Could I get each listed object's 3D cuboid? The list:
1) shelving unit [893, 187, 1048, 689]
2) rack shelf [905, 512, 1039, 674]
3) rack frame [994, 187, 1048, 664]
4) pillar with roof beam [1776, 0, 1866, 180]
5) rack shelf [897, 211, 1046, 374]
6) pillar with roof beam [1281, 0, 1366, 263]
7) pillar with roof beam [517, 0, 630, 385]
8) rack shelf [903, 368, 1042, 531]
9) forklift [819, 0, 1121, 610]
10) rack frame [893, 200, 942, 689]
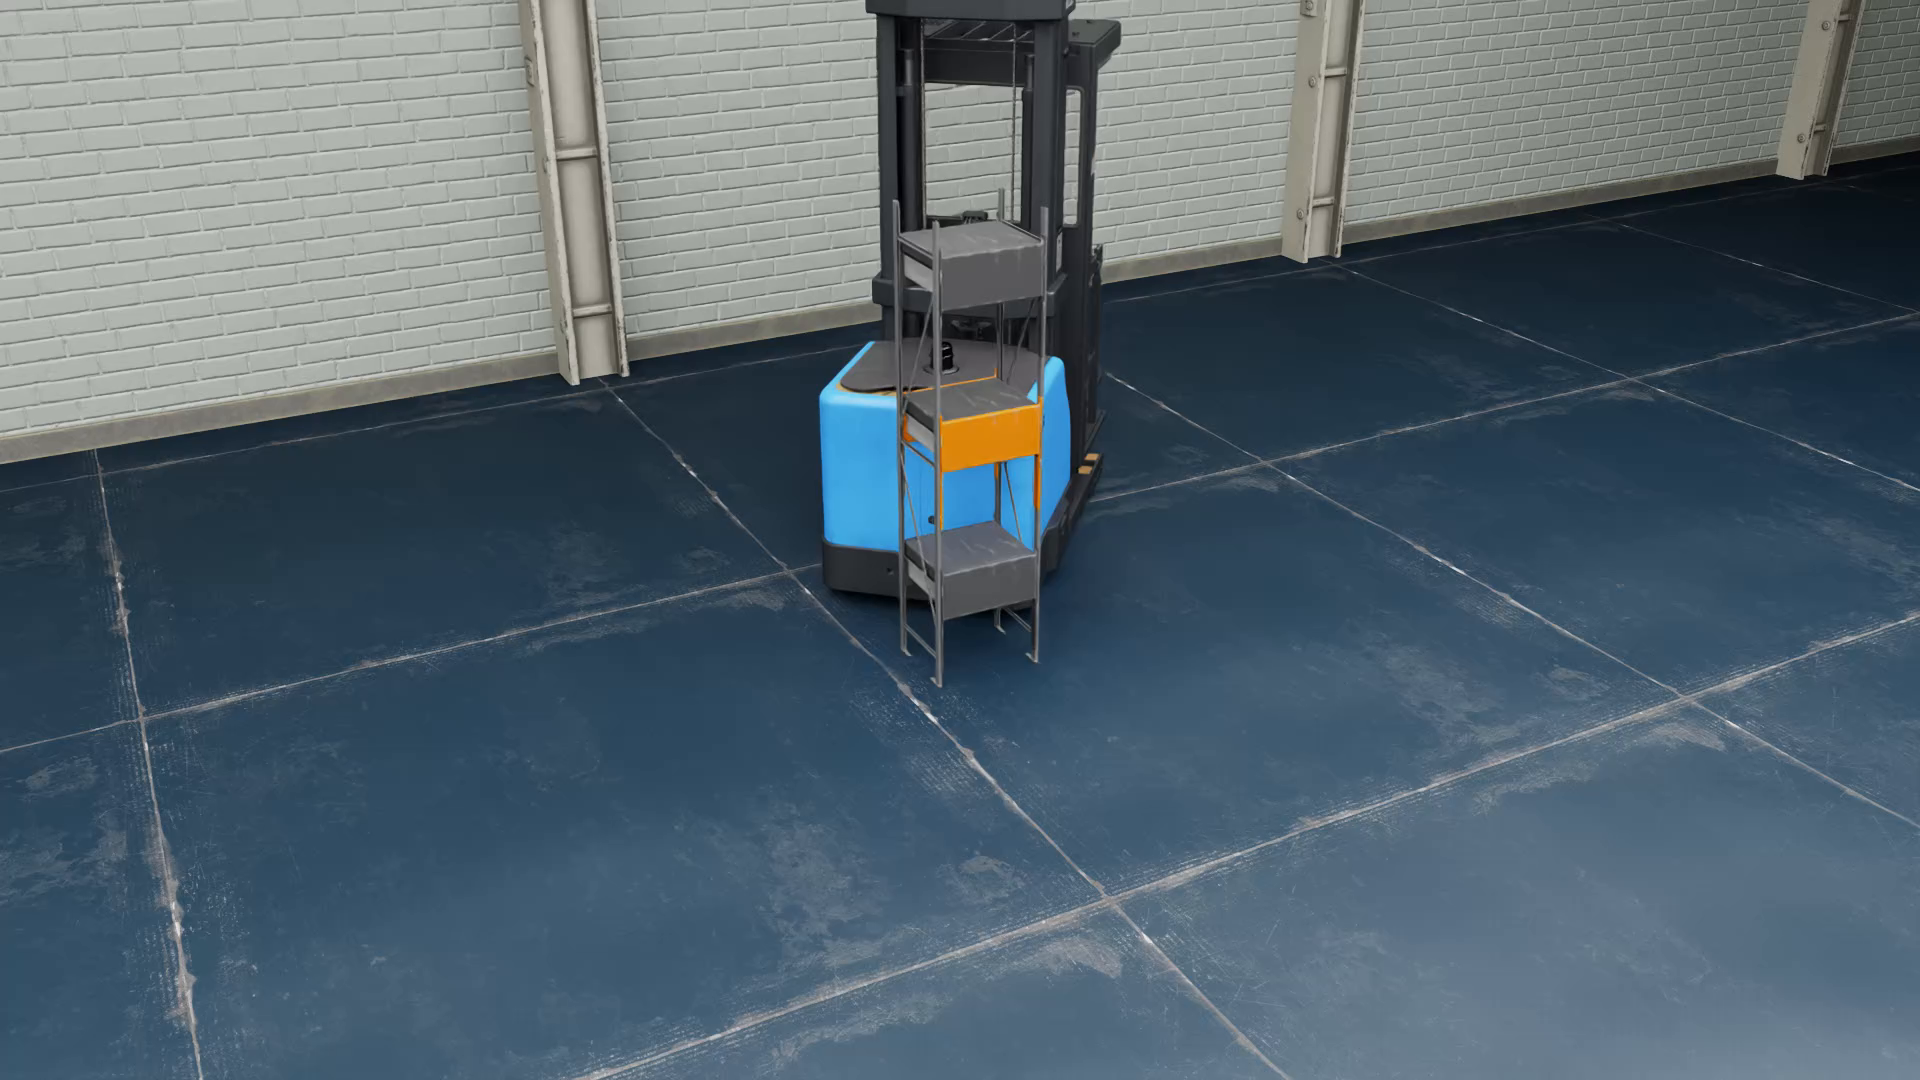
[{"bbox_3d":[0.040,-0.412,7.182,0.503,2.100,0.431,-12,28,-24],"label":"shelving unit"},{"bbox_3d":[0.040,0.231,7.491,0.480,0.518,0.431,-12,28,-24],"label":"rack shelf"},{"bbox_3d":[0.257,-0.460,7.281,0.015,2.100,0.400,-12,28,-24],"label":"rack frame"},{"bbox_3d":[10.181,-5.965,10.776,0.400,9.000,9.100,-13,29,-25],"label":"pillar with roof beam"},{"bbox_3d":[0.040,-1.031,6.884,0.480,0.518,0.431,-12,28,-24],"label":"rack shelf"},{"bbox_3d":[4.887,-4.743,8.231,0.400,9.000,9.100,-13,29,-25],"label":"pillar with roof beam"},{"bbox_3d":[-0.407,-3.521,5.686,0.400,9.000,9.100,-13,29,-25],"label":"pillar with roof beam"},{"bbox_3d":[0.040,-0.400,7.187,0.480,0.518,0.431,-12,28,-24],"label":"rack shelf"},{"bbox_3d":[0.195,-1.602,8.701,1.130,2.935,3.031,6,26,13],"label":"forklift"},{"bbox_3d":[-0.178,-0.364,7.082,0.015,2.100,0.400,-12,28,-24],"label":"rack frame"}]
